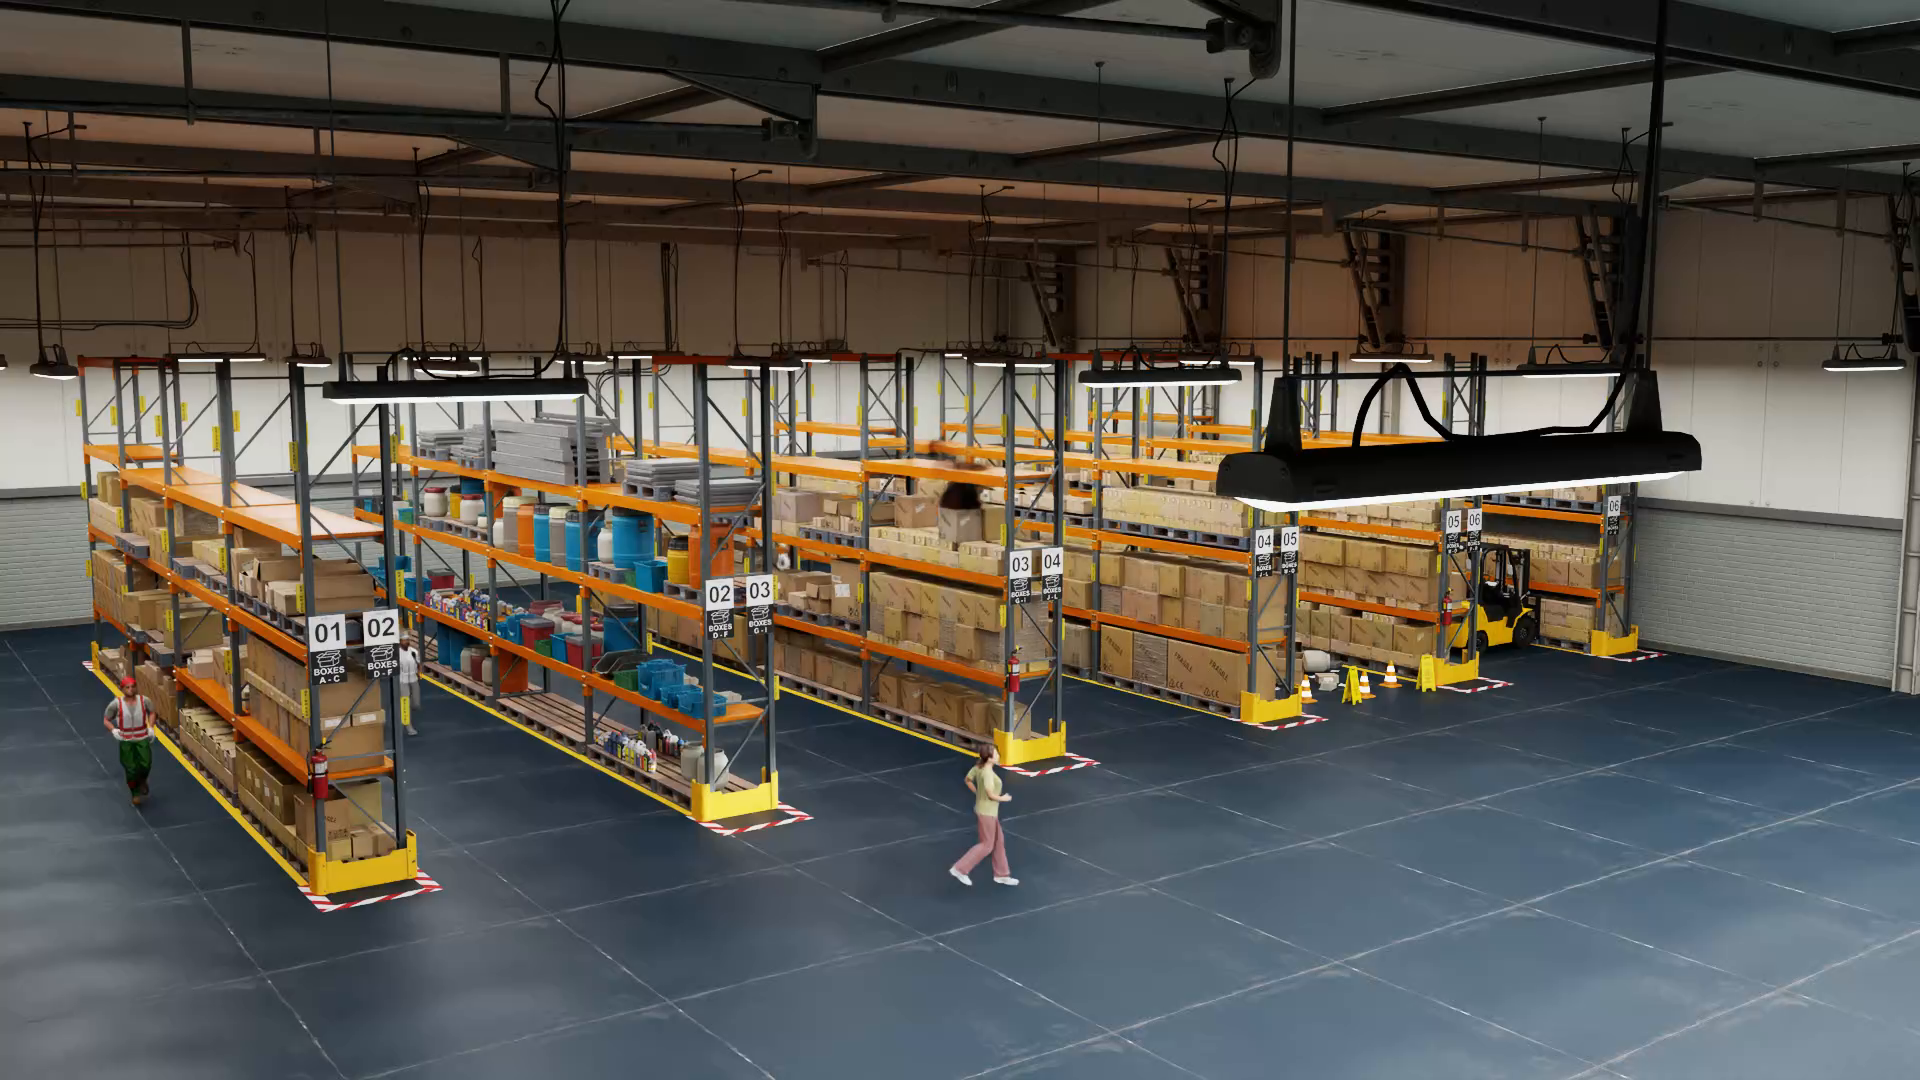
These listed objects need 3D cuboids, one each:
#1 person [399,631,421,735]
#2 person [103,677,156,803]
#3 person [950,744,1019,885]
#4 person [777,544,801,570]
[{"bbox_3d":[-8.915,2.276,26.703,0.580,1.655,0.668,-6,9,-42],"label":"person"},{"bbox_3d":[-11.279,2.722,22.644,0.661,1.745,0.586,-4,8,-33],"label":"person"},{"bbox_3d":[0.279,3.185,19.171,0.848,1.688,0.598,-2,7,-13],"label":"person"},{"bbox_3d":[-3.897,0.899,37.583,0.668,1.787,0.903,-4,8,-32],"label":"person"}]
